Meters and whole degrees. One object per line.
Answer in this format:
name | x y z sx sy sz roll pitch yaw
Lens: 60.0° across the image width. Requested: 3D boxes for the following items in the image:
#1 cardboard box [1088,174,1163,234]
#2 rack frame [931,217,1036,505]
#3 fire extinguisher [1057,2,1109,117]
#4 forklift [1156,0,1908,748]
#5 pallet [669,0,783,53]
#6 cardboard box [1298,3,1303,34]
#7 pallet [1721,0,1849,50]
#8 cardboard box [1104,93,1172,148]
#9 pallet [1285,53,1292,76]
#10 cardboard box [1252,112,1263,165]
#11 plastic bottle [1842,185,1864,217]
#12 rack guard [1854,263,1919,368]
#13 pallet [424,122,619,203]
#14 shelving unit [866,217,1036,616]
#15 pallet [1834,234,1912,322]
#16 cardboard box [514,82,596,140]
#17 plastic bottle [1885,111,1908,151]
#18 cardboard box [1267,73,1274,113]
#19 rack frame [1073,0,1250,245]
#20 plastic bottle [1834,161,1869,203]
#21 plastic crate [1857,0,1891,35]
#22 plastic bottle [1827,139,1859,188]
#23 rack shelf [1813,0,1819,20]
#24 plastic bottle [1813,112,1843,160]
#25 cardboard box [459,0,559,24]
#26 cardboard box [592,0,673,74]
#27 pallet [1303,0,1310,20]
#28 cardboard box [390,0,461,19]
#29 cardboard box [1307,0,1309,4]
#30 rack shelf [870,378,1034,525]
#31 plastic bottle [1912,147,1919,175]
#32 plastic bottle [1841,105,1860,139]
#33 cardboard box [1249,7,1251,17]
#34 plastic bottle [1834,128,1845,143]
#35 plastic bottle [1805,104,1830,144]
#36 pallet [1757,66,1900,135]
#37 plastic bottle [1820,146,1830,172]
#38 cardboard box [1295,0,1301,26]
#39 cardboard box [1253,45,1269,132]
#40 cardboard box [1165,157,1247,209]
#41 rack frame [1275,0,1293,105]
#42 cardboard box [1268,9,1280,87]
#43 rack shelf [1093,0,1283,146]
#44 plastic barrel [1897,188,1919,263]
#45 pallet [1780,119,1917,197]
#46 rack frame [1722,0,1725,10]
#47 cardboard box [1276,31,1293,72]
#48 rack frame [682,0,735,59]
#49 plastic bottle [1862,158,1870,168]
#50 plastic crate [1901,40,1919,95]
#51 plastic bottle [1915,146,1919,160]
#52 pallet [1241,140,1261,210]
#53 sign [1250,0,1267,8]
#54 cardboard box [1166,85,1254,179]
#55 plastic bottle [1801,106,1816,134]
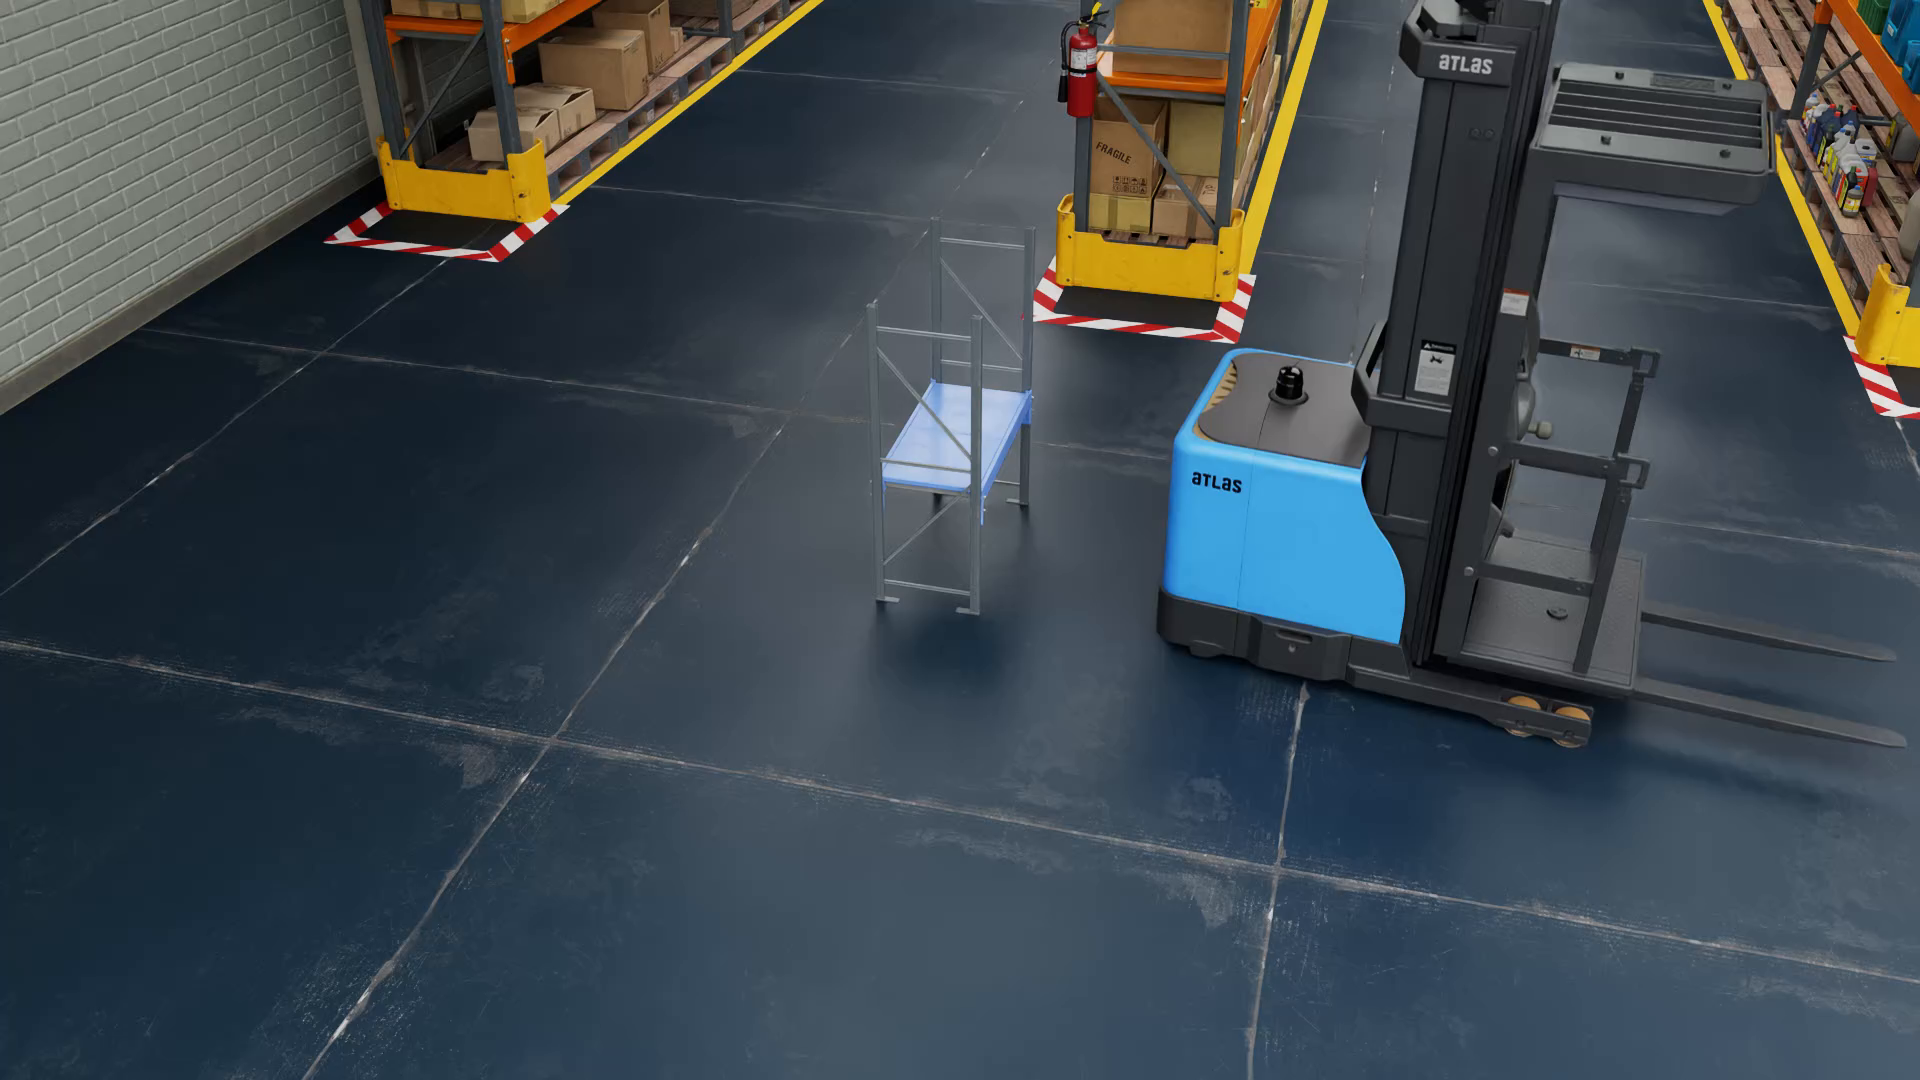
cardboard box | 1.077 -2.297 11.239 0.500 0.250 0.500 8 33 12
rack frame | 0.107 -0.852 8.193 0.500 1.500 0.032 8 33 12
fire extinguisher | 0.747 -2.931 10.137 0.296 0.674 0.183 8 33 12
forklift | 2.451 -0.701 6.620 3.031 2.935 1.130 12 34 18
pallet | -2.355 -4.938 15.820 1.003 0.211 1.213 8 33 12
cardboard box | 2.843 -4.764 15.120 0.500 0.250 0.500 7 33 11
pallet | 7.813 -4.864 15.704 1.003 0.211 1.213 8 33 12
cardboard box | 1.314 -3.135 11.858 0.500 0.500 0.500 8 33 12
pallet | 2.391 -4.249 14.736 1.003 0.211 1.213 8 33 12
cardboard box | 1.960 -3.005 12.353 0.500 0.250 0.500 8 33 12
plastic bottle | 6.059 -2.303 11.275 0.097 0.201 0.097 0 32 0
rack guard | 5.990 -1.277 9.792 1.175 0.500 0.348 8 33 12
pallet | -3.307 -2.914 12.637 1.003 0.211 1.213 8 33 12
shelving unit | -0.022 -0.589 7.778 0.538 1.500 1.048 8 33 12
pallet | 6.202 -1.576 10.532 1.003 0.211 1.213 8 33 12
cardboard box | -3.159 -3.328 12.785 0.500 0.311 0.500 11 34 16
plastic bottle | 7.008 -3.075 12.351 0.144 0.351 0.185 8 33 12
cardboard box | 2.199 -3.526 13.172 0.500 0.250 0.500 8 33 12
rack frame | 1.226 -2.962 10.113 1.000 3.000 0.127 8 33 12
plastic bottle | 6.149 -2.462 11.455 0.152 0.276 0.135 8 33 13
plastic crate | 6.414 -3.606 11.324 0.450 0.188 0.662 8 33 12
plastic bottle | 6.222 -2.652 11.684 0.144 0.351 0.185 9 34 14
rack shelf | 7.539 -5.096 14.140 1.077 0.370 4.000 8 33 12
plastic bottle | 6.377 -2.969 12.183 0.144 0.351 0.185 7 33 10
cardboard box | -3.135 -3.790 11.536 0.500 0.250 0.500 7 33 11
cardboard box | -2.776 -4.297 14.133 0.500 0.500 0.500 6 33 9
pallet | 3.010 -5.515 16.728 1.003 0.211 1.213 8 33 12
cardboard box | -3.635 -3.849 11.629 0.500 0.250 0.500 8 33 13
cardboard box | 3.101 -5.296 15.956 0.500 0.250 0.500 9 33 13
rack shelf | -0.022 -0.437 7.874 0.538 0.185 1.000 8 33 12
plastic bottle | 6.911 -2.761 11.919 0.061 0.283 0.133 8 33 12
plastic bottle | 6.565 -3.047 12.306 0.144 0.351 0.185 8 33 12
cardboard box | 1.617 -3.775 11.299 0.700 0.500 0.500 8 33 13
plastic bottle | 6.376 -2.854 12.076 0.097 0.271 0.097 0 32 0
plastic bottle | 6.471 -3.120 12.491 0.152 0.276 0.135 9 34 14
pallet | 7.193 -3.597 13.712 1.003 0.211 1.213 8 33 12
plastic bottle | 6.283 -2.762 11.997 0.097 0.201 0.097 0 32 0
cardboard box | 2.719 -4.731 14.545 0.500 0.311 0.500 8 33 12
cardboard box | 1.961 -3.321 12.151 0.500 0.500 0.500 8 33 12
cardboard box | 1.701 -2.487 11.537 0.500 0.250 0.500 8 33 12
rack frame | 2.241 -5.038 13.379 1.000 3.000 0.127 8 33 12
cardboard box | 2.197 -3.843 12.971 0.500 0.500 0.500 8 33 12
rack shelf | 1.734 -3.696 11.939 1.077 0.370 4.000 8 33 12
plastic barrel | 6.237 -2.025 10.567 0.421 0.512 0.421 0 32 0
pallet | 6.821 -2.842 12.523 1.003 0.211 1.213 8 33 12
rack frame | 8.047 -6.437 15.580 1.000 3.000 0.127 8 33 12
cardboard box | 2.583 -4.230 14.280 0.500 0.250 0.500 7 33 11
rack frame | -2.551 -5.710 14.436 1.000 3.000 0.127 8 33 12
plastic bottle | 6.350 -2.595 11.734 0.097 0.201 0.097 0 32 0
plastic crate | 6.024 -2.860 10.091 0.499 0.251 0.408 8 33 12
plastic bottle | 7.098 -2.956 12.163 0.144 0.351 0.185 6 33 10
pallet | 1.691 -2.819 12.487 1.003 0.211 1.213 8 33 12
sign | 1.762 -3.282 9.736 0.100 0.325 0.005 8 33 12
cardboard box | 1.703 -2.803 11.336 0.500 0.500 0.500 8 33 12
plastic bottle | 6.501 -3.208 12.698 0.097 0.201 0.097 0 32 0
